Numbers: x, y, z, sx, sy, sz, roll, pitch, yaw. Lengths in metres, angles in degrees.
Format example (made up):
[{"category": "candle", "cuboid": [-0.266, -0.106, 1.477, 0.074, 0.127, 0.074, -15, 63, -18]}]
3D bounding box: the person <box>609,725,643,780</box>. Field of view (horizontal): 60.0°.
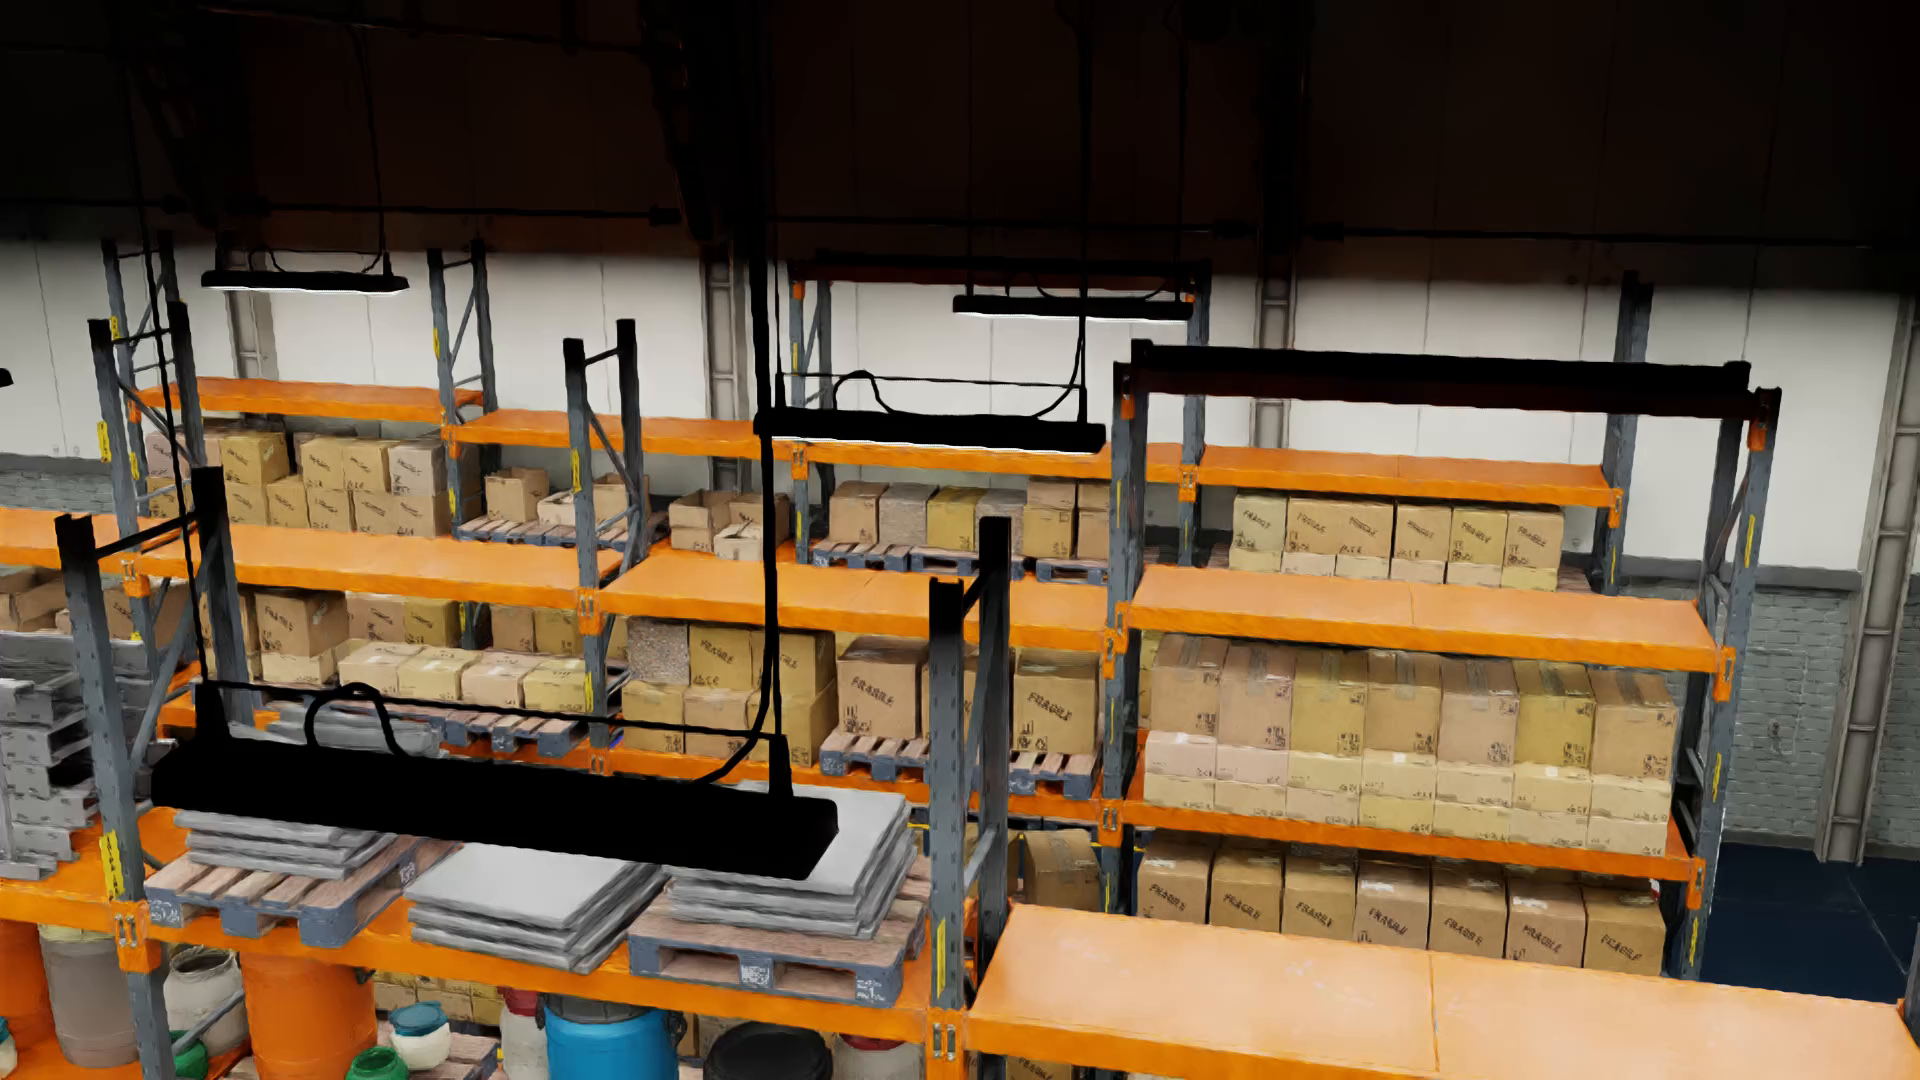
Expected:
[{"category": "person", "cuboid": [-3.484, 2.510, 16.931, 0.526, 1.724, 0.360, -4, 17, -14]}]
